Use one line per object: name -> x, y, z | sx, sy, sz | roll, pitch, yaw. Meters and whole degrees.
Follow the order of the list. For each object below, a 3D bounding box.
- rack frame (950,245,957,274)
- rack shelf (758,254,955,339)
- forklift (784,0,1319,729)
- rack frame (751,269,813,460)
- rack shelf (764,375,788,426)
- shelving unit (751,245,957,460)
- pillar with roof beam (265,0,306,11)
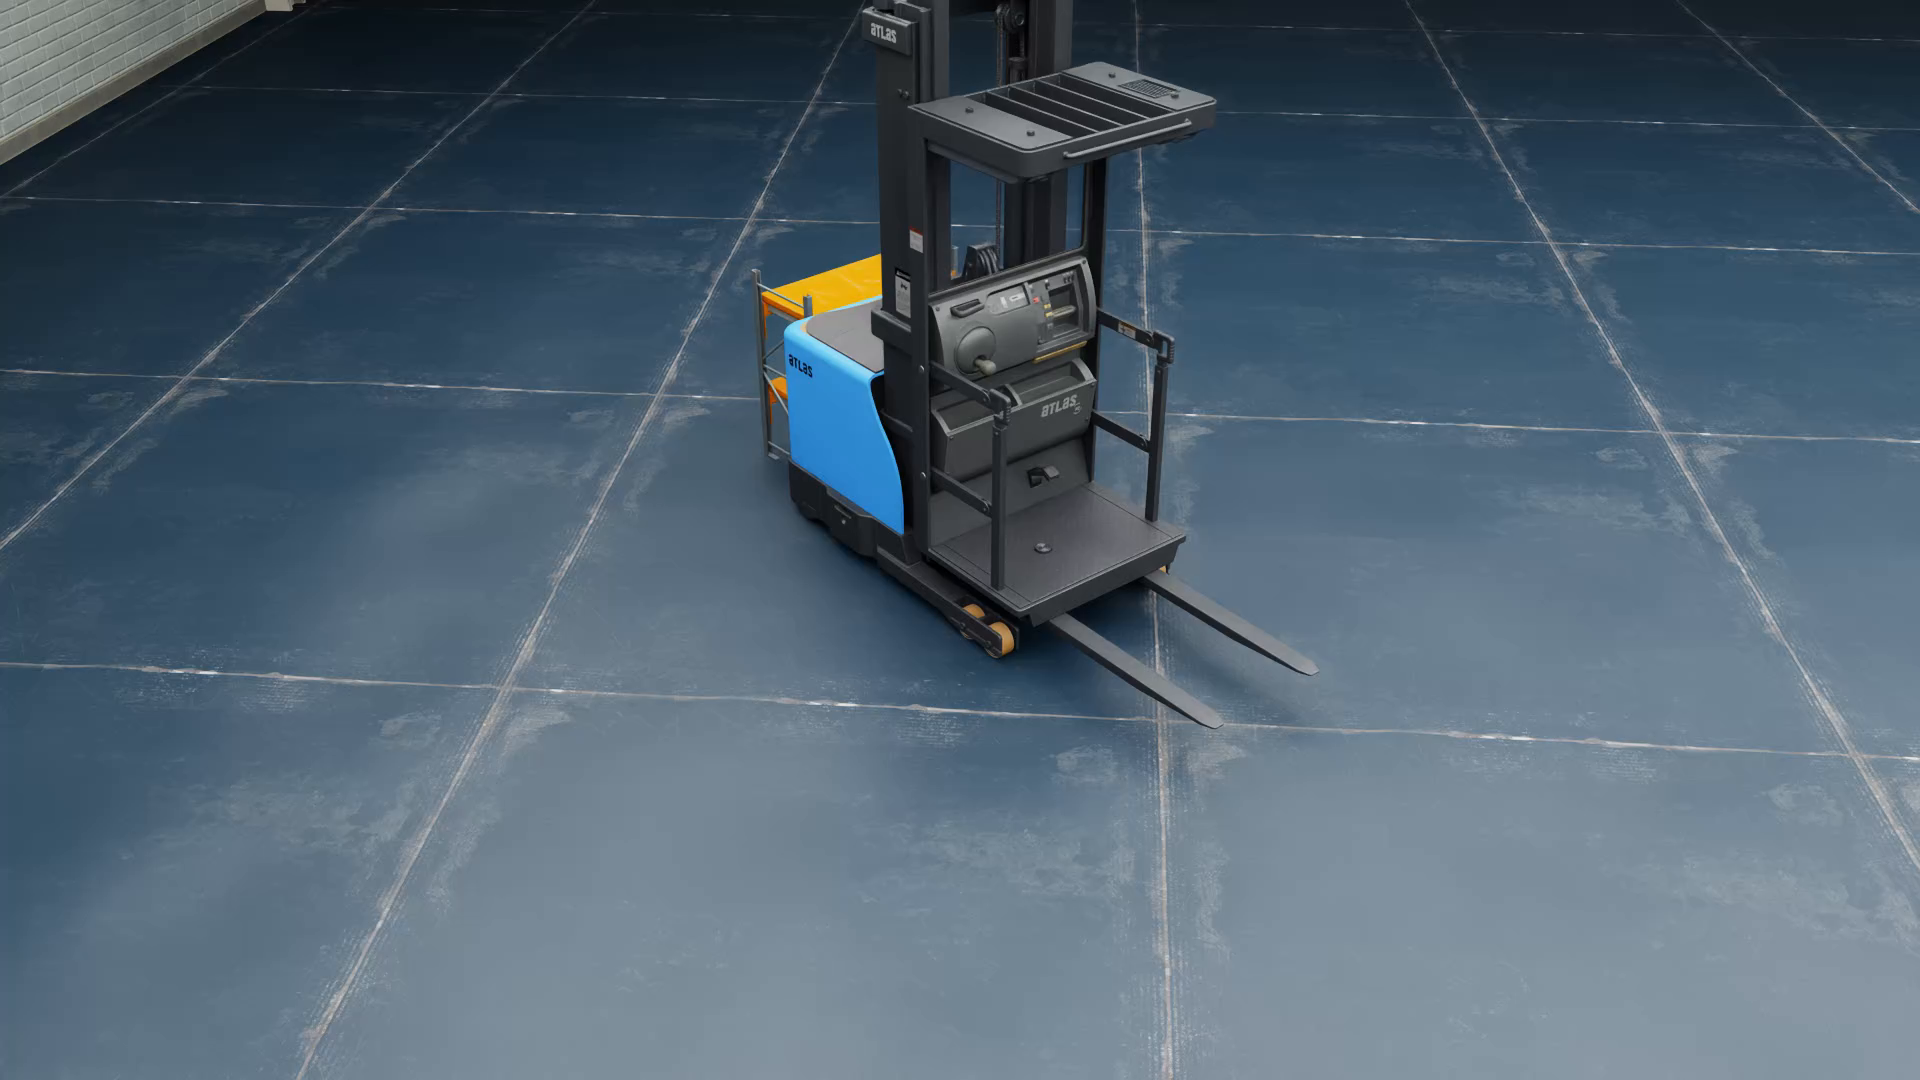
rack frame -> -0.194, -1.242, 9.693 | 0.032, 1.125, 0.500 | -25, 40, -35
rack shelf -> -0.571, -1.313, 9.250 | 1.000, 0.278, 0.538 | -25, 40, -35
forklift -> 0.393, -0.989, 7.562 | 1.130, 2.935, 3.031 | -23, 38, -32
rack frame -> -0.949, -0.885, 9.114 | 0.032, 1.125, 0.500 | -25, 40, -35
rack shelf -> -0.571, -0.855, 9.532 | 1.000, 0.278, 0.538 | -25, 40, -35
shelving unit -> -0.571, -1.063, 9.404 | 1.048, 1.125, 0.538 | -25, 40, -35
pillar with roof beam -> -3.125, -9.511, 15.606 | 9.100, 9.000, 0.400 | 2, 32, 4
